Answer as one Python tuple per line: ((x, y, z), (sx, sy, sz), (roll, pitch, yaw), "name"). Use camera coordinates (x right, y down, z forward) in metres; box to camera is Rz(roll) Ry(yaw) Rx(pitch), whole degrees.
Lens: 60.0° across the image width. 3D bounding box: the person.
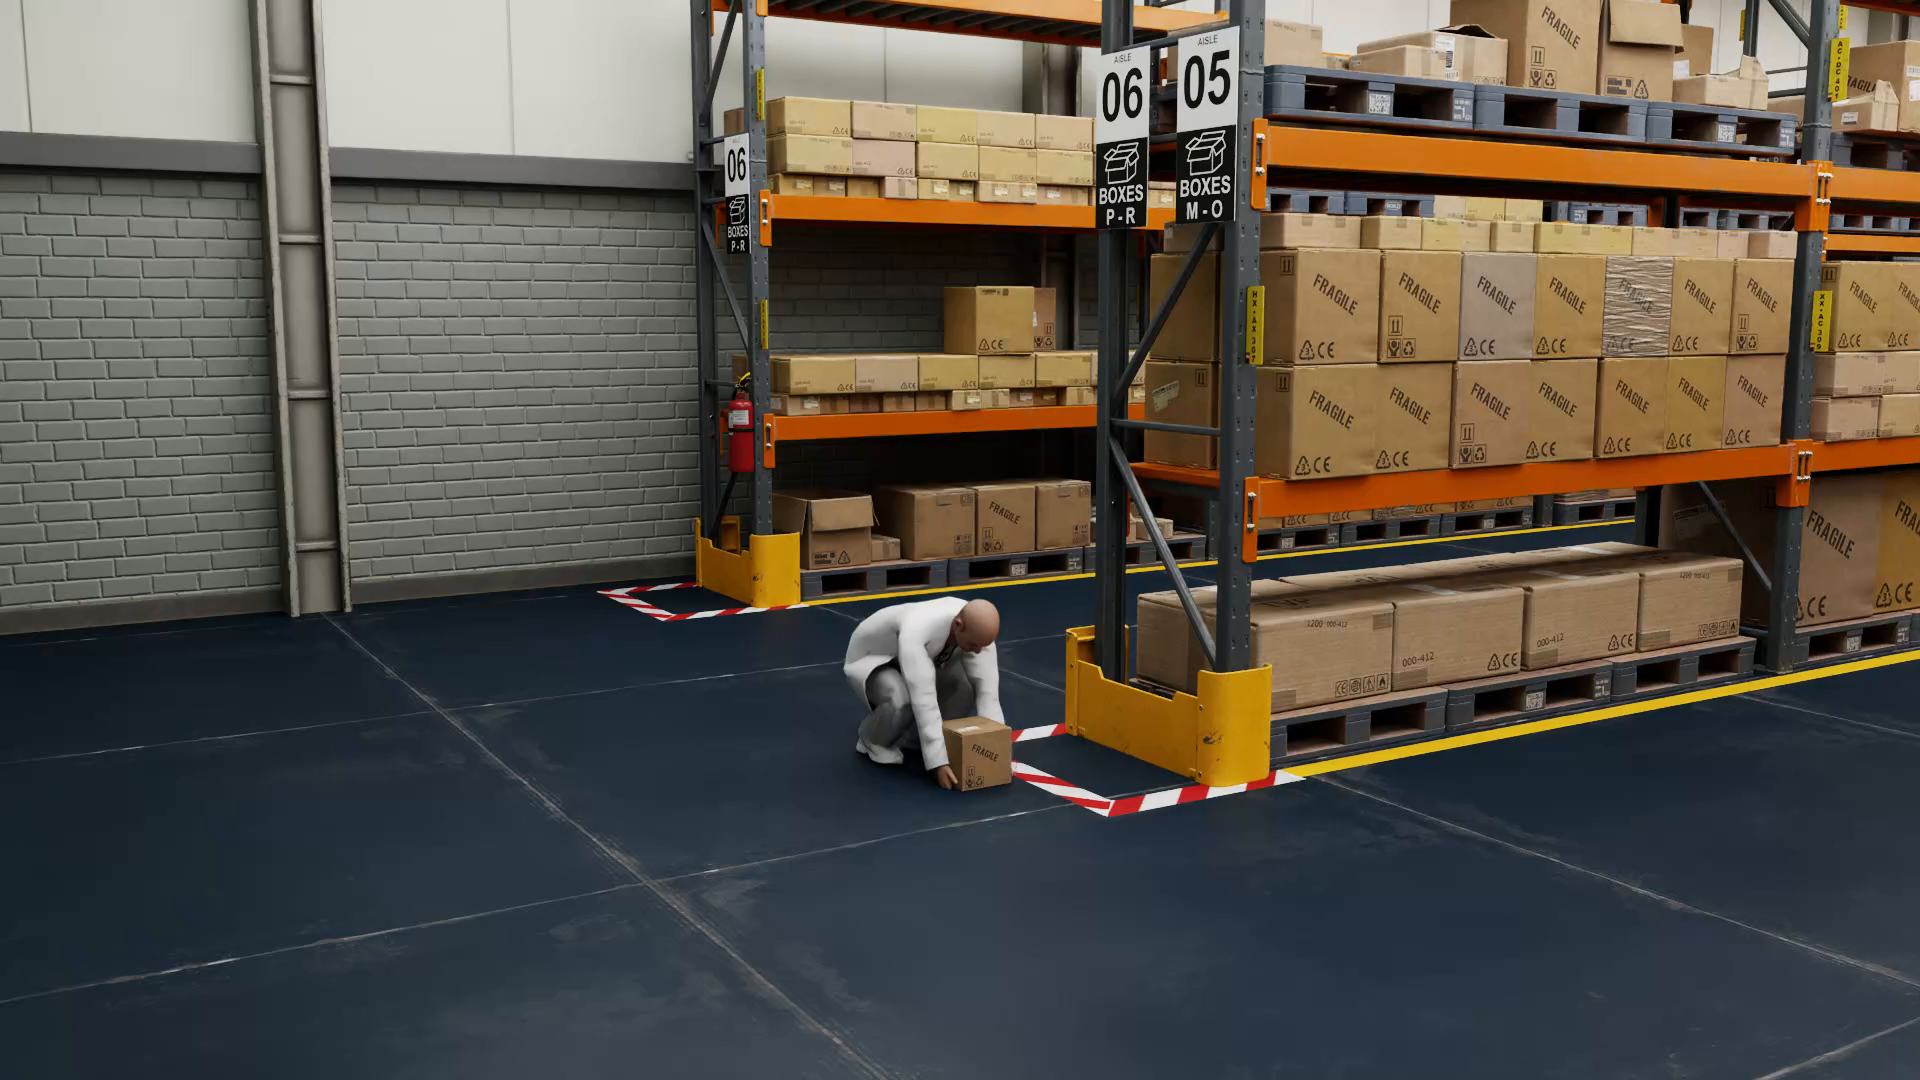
((-0.154, 0.662, 7.494), (0.576, 0.887, 0.938), (-6, 10, -35), "person")
